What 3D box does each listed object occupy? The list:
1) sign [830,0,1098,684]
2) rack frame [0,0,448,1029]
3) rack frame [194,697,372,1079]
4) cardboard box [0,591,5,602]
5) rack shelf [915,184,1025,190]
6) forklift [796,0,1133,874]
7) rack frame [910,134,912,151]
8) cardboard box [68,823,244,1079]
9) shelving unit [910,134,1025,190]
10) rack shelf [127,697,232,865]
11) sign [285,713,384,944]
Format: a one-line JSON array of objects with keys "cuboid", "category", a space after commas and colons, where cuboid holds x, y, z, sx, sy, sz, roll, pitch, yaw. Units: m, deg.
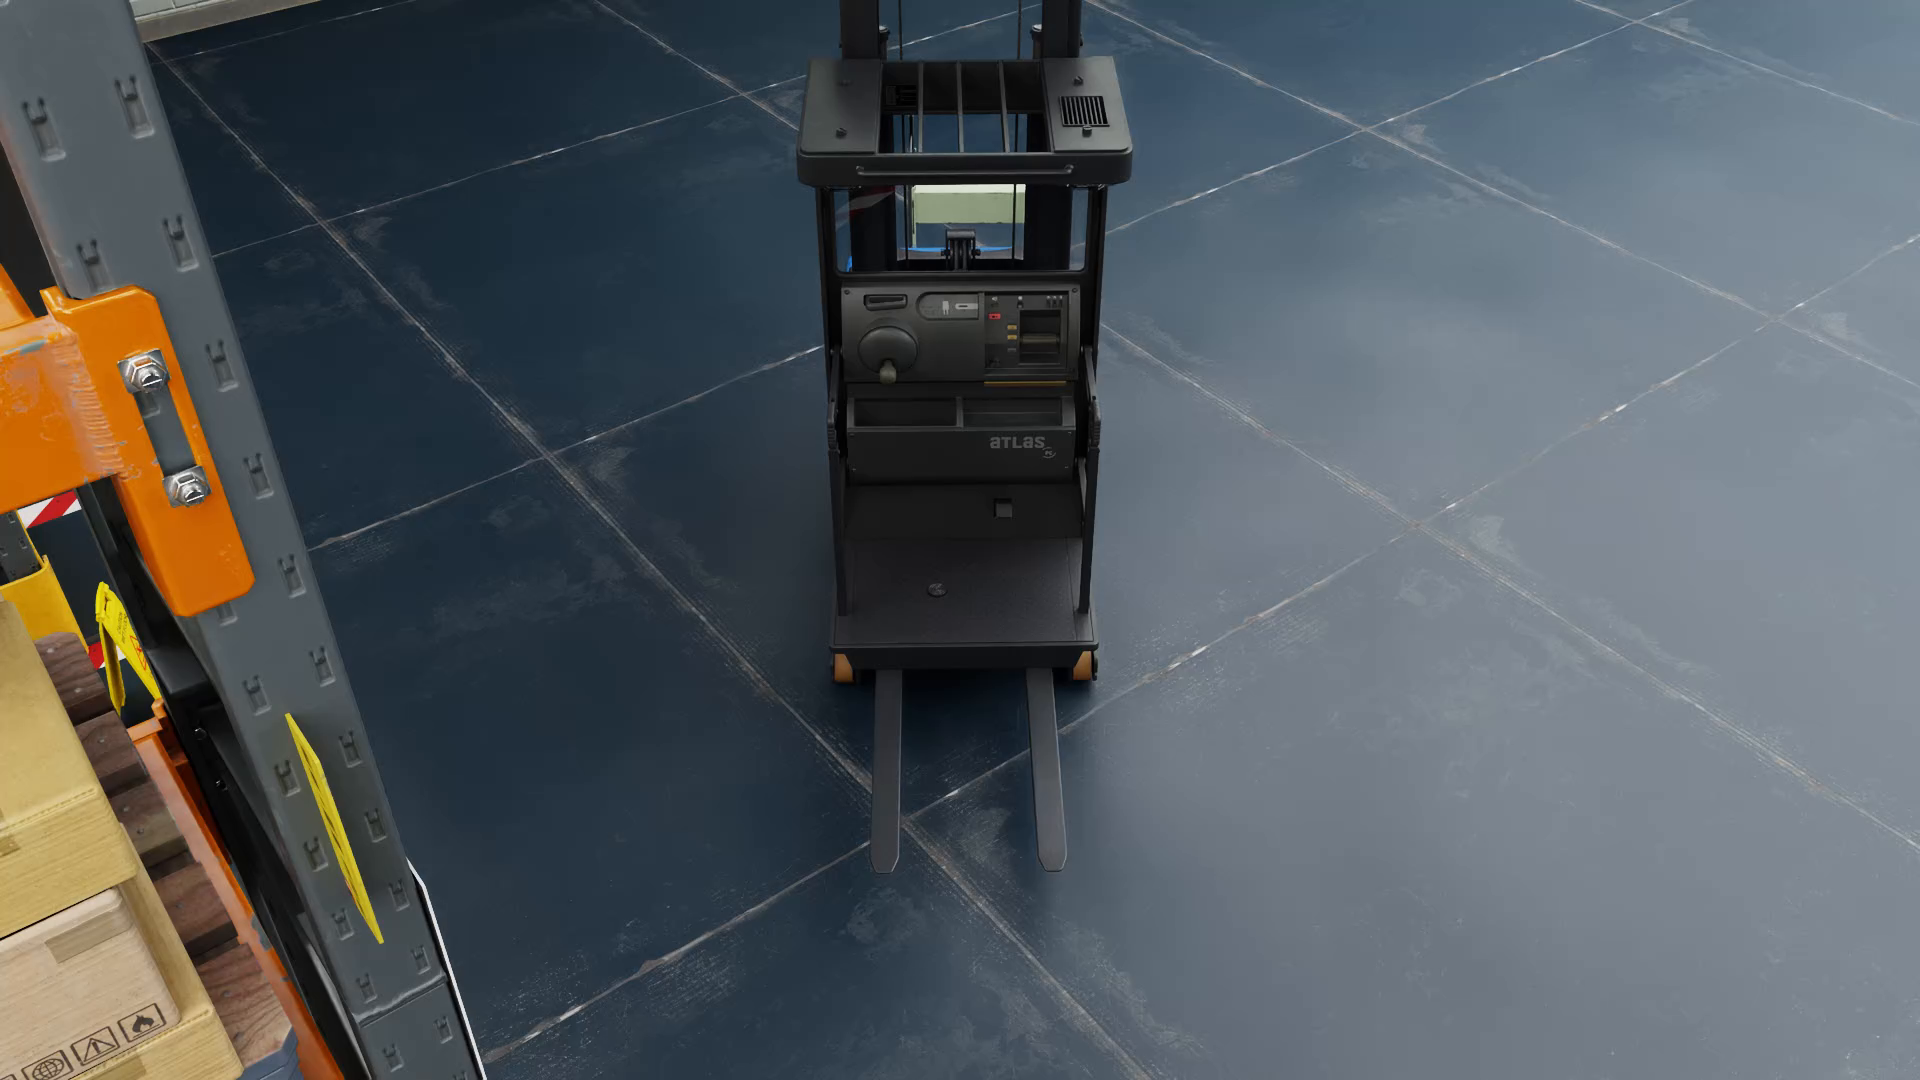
[{"cuboid": [0.001, -1.060, 6.814, 2.025, 2.768, 2.177, -26, 46, -28], "category": "sign"}, {"cuboid": [-1.057, -0.782, 1.608, 0.127, 3.000, 1.000, -26, 46, -28], "category": "rack frame"}, {"cuboid": [-1.055, 1.540, 3.508, 0.053, 2.616, 0.949, -26, 46, -28], "category": "rack frame"}, {"cuboid": [-1.525, 0.246, 2.509, 0.250, 0.149, 0.380, -26, 46, -28], "category": "cardboard box"}, {"cuboid": [0.136, -1.679, 7.841, 0.686, 0.124, 0.368, 0, 39, 0], "category": "rack shelf"}, {"cuboid": [0.005, -0.733, 6.333, 1.121, 2.935, 3.031, -1, 39, -1], "category": "forklift"}, {"cuboid": [-0.230, -1.298, 8.146, 0.010, 1.308, 0.380, 0, 39, 0], "category": "rack frame"}, {"cuboid": [-1.114, 0.573, 2.109, 0.250, 0.149, 0.380, -26, 46, -28], "category": "cardboard box"}, {"cuboid": [0.131, -1.298, 8.146, 0.731, 1.308, 0.431, 0, 39, 0], "category": "shelving unit"}, {"cuboid": [-2.643, 1.429, 1.845, 4.000, 0.370, 1.077, -26, 46, -28], "category": "rack shelf"}, {"cuboid": [-0.738, 0.345, 1.964, 0.005, 0.325, 0.100, -26, 46, -28], "category": "sign"}]
